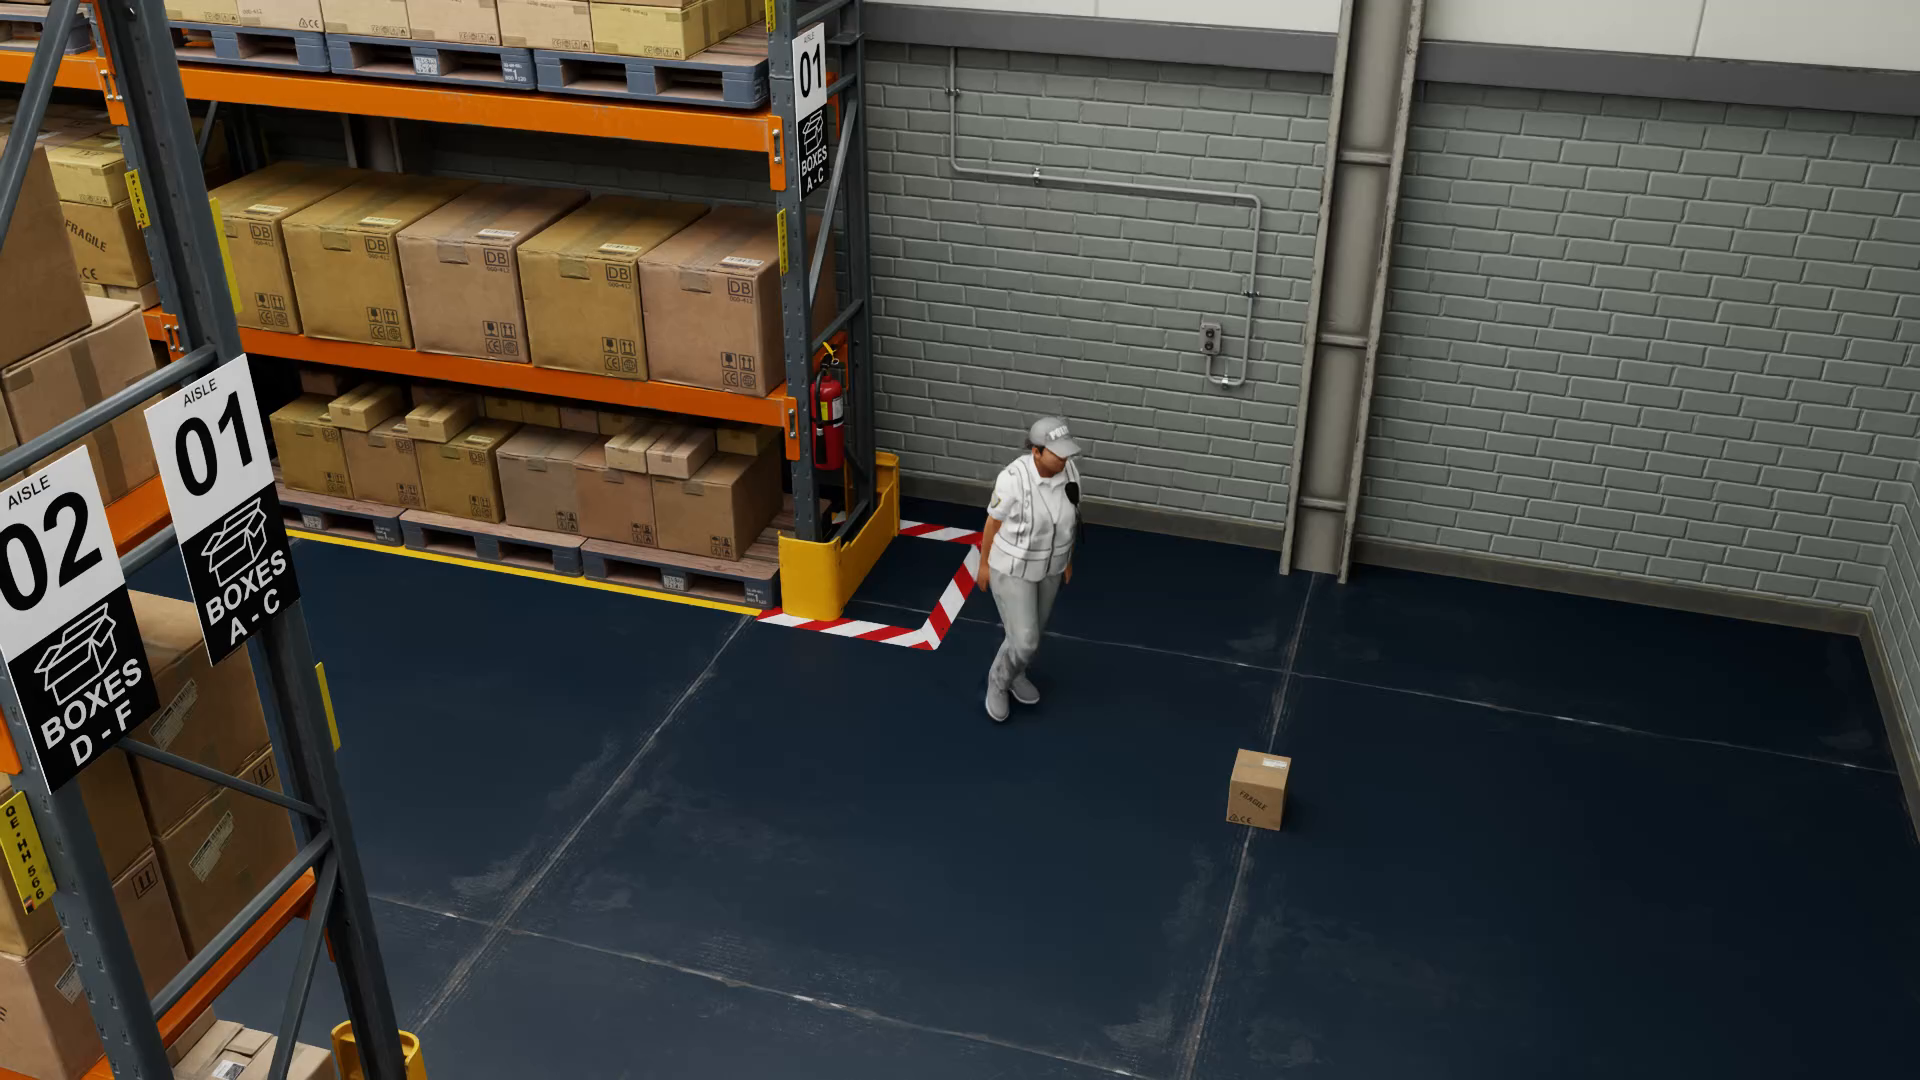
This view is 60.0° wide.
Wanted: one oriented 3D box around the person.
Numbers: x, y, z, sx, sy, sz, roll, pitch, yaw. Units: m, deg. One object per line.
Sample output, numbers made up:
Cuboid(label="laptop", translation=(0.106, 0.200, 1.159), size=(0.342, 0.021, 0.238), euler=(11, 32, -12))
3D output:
Cuboid(label="person", translation=(0.355, 0.129, 8.240), size=(0.522, 1.647, 0.510), euler=(-18, 34, -29))
